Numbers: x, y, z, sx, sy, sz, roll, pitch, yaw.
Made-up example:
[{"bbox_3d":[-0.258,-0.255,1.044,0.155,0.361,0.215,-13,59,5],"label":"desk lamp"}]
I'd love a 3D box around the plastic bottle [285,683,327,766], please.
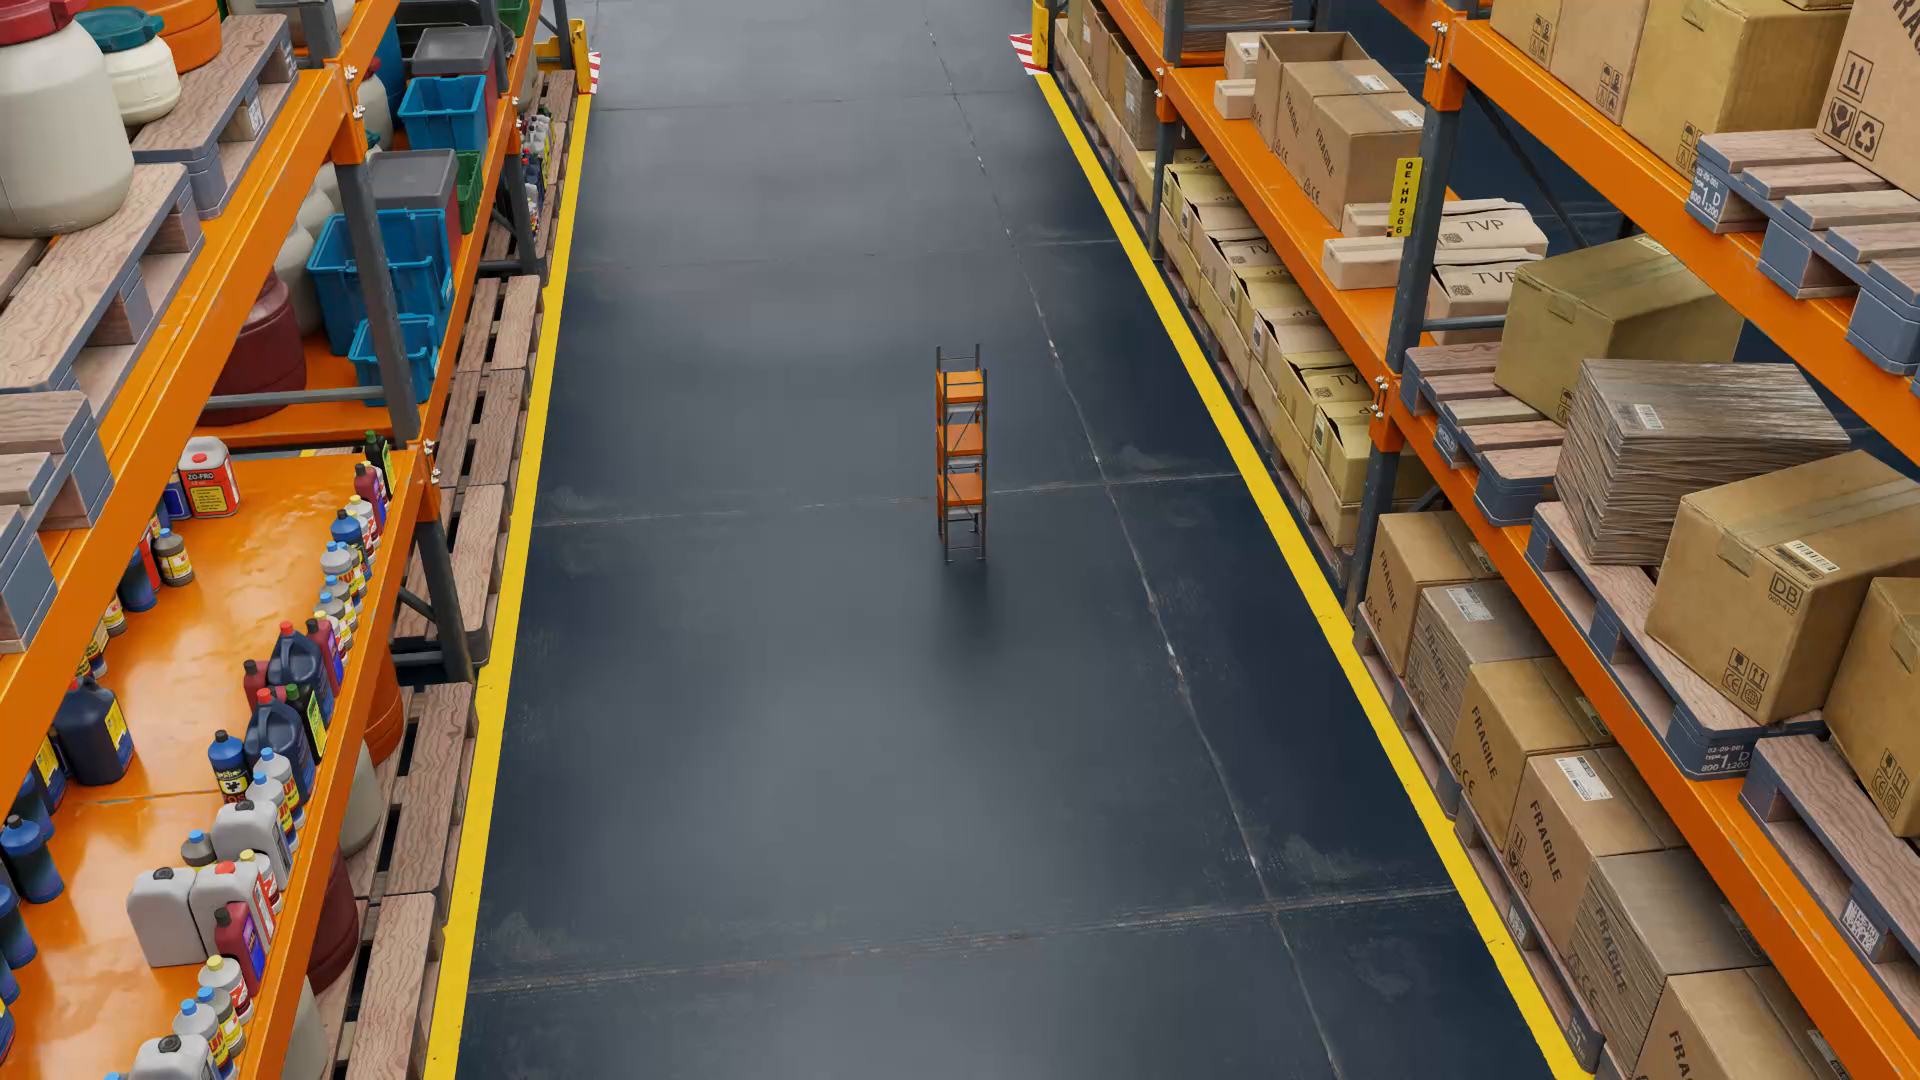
[{"bbox_3d":[-1.942,0.523,4.923,0.061,0.283,0.133,-4,35,-6],"label":"plastic bottle"}]

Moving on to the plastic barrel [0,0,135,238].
[{"bbox_3d":[-2.228,-1.026,3.935,0.433,0.535,0.433,0,34,0],"label":"plastic barrel"}]

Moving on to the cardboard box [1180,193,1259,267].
[{"bbox_3d":[1.626,-1.880,9.915,0.500,0.311,0.500,-5,35,-7],"label":"cardboard box"}]

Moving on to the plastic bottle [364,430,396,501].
[{"bbox_3d":[-2.139,-0.293,6.120,0.061,0.283,0.133,-4,35,-6],"label":"plastic bottle"}]

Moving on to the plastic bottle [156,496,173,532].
[{"bbox_3d":[-2.890,-0.149,5.919,0.097,0.271,0.097,0,34,0],"label":"plastic bottle"}]

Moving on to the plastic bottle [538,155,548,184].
[{"bbox_3d":[-2.891,-2.539,11.406,0.097,0.201,0.097,0,34,0],"label":"plastic bottle"}]

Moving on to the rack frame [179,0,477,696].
[{"bbox_3d":[-2.616,-0.535,6.371,1.000,3.000,0.127,-4,35,-6],"label":"rack frame"}]

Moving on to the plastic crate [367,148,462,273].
[{"bbox_3d":[-2.530,-1.486,7.710,0.402,0.464,0.583,-4,35,-6],"label":"plastic crate"}]

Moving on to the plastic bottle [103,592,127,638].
[{"bbox_3d":[-2.809,0.213,5.450,0.097,0.201,0.097,0,34,0],"label":"plastic bottle"}]

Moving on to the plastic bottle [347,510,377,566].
[{"bbox_3d":[-2.097,-0.010,5.778,0.097,0.201,0.097,0,34,0],"label":"plastic bottle"}]

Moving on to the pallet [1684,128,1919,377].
[{"bbox_3d":[2.670,-0.785,4.242,1.213,0.211,1.003,-4,35,-6],"label":"pallet"}]

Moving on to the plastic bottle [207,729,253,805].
[{"bbox_3d":[-2.076,0.653,4.742,0.097,0.271,0.097,0,34,0],"label":"plastic bottle"}]

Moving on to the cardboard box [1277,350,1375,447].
[{"bbox_3d":[1.902,-0.740,8.243,0.500,0.311,0.500,-5,35,-7],"label":"cardboard box"}]

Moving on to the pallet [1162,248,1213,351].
[{"bbox_3d":[1.893,-1.579,10.380,1.003,0.211,1.213,-4,35,-6],"label":"pallet"}]

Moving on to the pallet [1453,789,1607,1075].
[{"bbox_3d":[2.517,1.344,6.091,1.003,0.211,1.213,-4,35,-6],"label":"pallet"}]

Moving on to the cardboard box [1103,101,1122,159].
[{"bbox_3d":[1.337,-2.977,12.023,0.500,0.250,0.500,-4,35,-6],"label":"cardboard box"}]

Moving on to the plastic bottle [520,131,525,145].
[{"bbox_3d":[-3.106,-2.793,11.778,0.097,0.201,0.097,0,34,0],"label":"plastic bottle"}]

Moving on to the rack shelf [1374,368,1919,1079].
[{"bbox_3d":[2.562,0.506,5.483,1.077,0.370,4.000,-4,35,-6],"label":"rack shelf"}]

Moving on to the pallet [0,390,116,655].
[{"bbox_3d":[-2.280,0.106,2.935,1.213,0.211,1.003,-4,35,-6],"label":"pallet"}]

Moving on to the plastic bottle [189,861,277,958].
[{"bbox_3d":[-1.887,0.945,4.310,0.152,0.276,0.135,-4,35,-6],"label":"plastic bottle"}]

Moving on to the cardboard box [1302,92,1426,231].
[{"bbox_3d":[2.051,-1.884,8.262,0.500,0.500,0.500,-6,35,-9],"label":"cardboard box"}]

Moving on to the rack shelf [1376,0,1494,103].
[{"bbox_3d":[2.024,-2.966,7.914,1.077,0.370,4.000,-4,35,-6],"label":"rack shelf"}]

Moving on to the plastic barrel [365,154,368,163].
[{"bbox_3d":[-3.144,-1.863,8.199,0.433,0.535,0.433,0,34,0],"label":"plastic barrel"}]

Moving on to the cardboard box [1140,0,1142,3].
[{"bbox_3d":[1.548,-4.002,11.371,0.700,0.500,0.500,-4,34,-6],"label":"cardboard box"}]

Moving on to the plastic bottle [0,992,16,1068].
[{"bbox_3d":[-2.408,1.116,3.993,0.144,0.351,0.185,-4,35,-6],"label":"plastic bottle"}]

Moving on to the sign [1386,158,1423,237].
[{"bbox_3d":[1.743,-1.342,6.528,0.100,0.325,0.005,-4,35,-6],"label":"sign"}]

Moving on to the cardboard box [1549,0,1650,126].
[{"bbox_3d":[2.454,-1.663,5.274,0.910,0.500,0.500,-4,35,-6],"label":"cardboard box"}]

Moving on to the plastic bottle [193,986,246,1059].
[{"bbox_3d":[-1.813,1.167,4.050,0.097,0.201,0.097,0,34,0],"label":"plastic bottle"}]

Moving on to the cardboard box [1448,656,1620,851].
[{"bbox_3d":[2.209,0.791,6.254,0.500,0.500,0.500,-5,35,-7],"label":"cardboard box"}]

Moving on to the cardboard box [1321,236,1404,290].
[{"bbox_3d":[1.898,-1.285,7.695,0.380,0.149,0.250,-4,35,-6],"label":"cardboard box"}]

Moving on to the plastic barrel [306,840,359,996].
[{"bbox_3d":[-2.381,1.190,5.608,0.600,0.588,0.708,-4,35,-6],"label":"plastic barrel"}]

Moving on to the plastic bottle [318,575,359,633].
[{"bbox_3d":[-2.045,0.207,5.459,0.097,0.201,0.097,0,34,0],"label":"plastic bottle"}]

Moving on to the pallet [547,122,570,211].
[{"bbox_3d":[-3.370,-2.675,11.987,1.003,0.211,1.213,-4,35,-6],"label":"pallet"}]

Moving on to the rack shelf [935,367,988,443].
[{"bbox_3d":[0.007,-0.630,7.757,0.215,0.259,0.240,-4,35,-6],"label":"rack shelf"}]

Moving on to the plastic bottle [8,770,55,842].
[{"bbox_3d":[-2.618,0.724,4.639,0.097,0.271,0.097,0,34,0],"label":"plastic bottle"}]

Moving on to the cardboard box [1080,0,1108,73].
[{"bbox_3d":[1.218,-3.846,12.633,0.500,0.500,0.500,-4,35,-6],"label":"cardboard box"}]

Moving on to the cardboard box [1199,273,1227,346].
[{"bbox_3d":[1.704,-1.359,9.649,0.500,0.250,0.500,-5,35,-8],"label":"cardboard box"}]

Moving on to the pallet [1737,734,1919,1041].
[{"bbox_3d":[2.832,0.950,4.363,1.003,0.211,1.213,-4,35,-6],"label":"pallet"}]

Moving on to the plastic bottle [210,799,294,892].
[{"bbox_3d":[-1.918,0.816,4.500,0.152,0.276,0.135,-4,35,-6],"label":"plastic bottle"}]

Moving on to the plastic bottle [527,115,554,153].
[{"bbox_3d":[-3.004,-2.921,11.900,0.152,0.276,0.135,-4,34,-6],"label":"plastic bottle"}]

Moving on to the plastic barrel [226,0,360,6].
[{"bbox_3d":[-2.511,-2.456,6.081,0.600,0.901,0.600,0,34,0],"label":"plastic barrel"}]

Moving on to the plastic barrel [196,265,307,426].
[{"bbox_3d":[-2.979,-0.827,6.679,0.600,0.536,0.708,-4,35,-6],"label":"plastic barrel"}]

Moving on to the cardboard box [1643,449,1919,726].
[{"bbox_3d":[2.532,0.128,4.936,0.700,0.500,0.500,-13,36,-18],"label":"cardboard box"}]

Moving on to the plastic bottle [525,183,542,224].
[{"bbox_3d":[-2.833,-2.212,10.861,0.152,0.276,0.135,-3,34,-5],"label":"plastic bottle"}]

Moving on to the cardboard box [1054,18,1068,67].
[{"bbox_3d":[1.069,-4.093,13.661,0.500,0.250,0.500,-4,35,-6],"label":"cardboard box"}]

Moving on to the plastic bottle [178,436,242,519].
[{"bbox_3d":[-2.727,-0.229,6.032,0.152,0.276,0.135,-4,35,-6],"label":"plastic bottle"}]

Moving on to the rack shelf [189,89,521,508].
[{"bbox_3d":[-2.885,-1.353,8.211,1.077,0.370,4.000,-4,35,-6],"label":"rack shelf"}]

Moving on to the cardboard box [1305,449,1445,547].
[{"bbox_3d":[1.980,-0.220,7.978,0.500,0.250,0.500,-4,34,-5],"label":"cardboard box"}]

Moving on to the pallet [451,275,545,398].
[{"bbox_3d":[-3.010,-1.179,9.793,1.003,0.211,1.213,-4,35,-6],"label":"pallet"}]

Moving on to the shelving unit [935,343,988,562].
[{"bbox_3d":[0.007,-0.404,7.911,0.215,1.050,0.252,-4,35,-6],"label":"shelving unit"}]

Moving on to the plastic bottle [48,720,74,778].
[{"bbox_3d":[-2.692,0.557,4.880,0.152,0.276,0.135,-4,35,-6],"label":"plastic bottle"}]

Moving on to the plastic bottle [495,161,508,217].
[{"bbox_3d":[-2.994,-2.325,10.959,0.144,0.351,0.185,-4,35,-6],"label":"plastic bottle"}]
